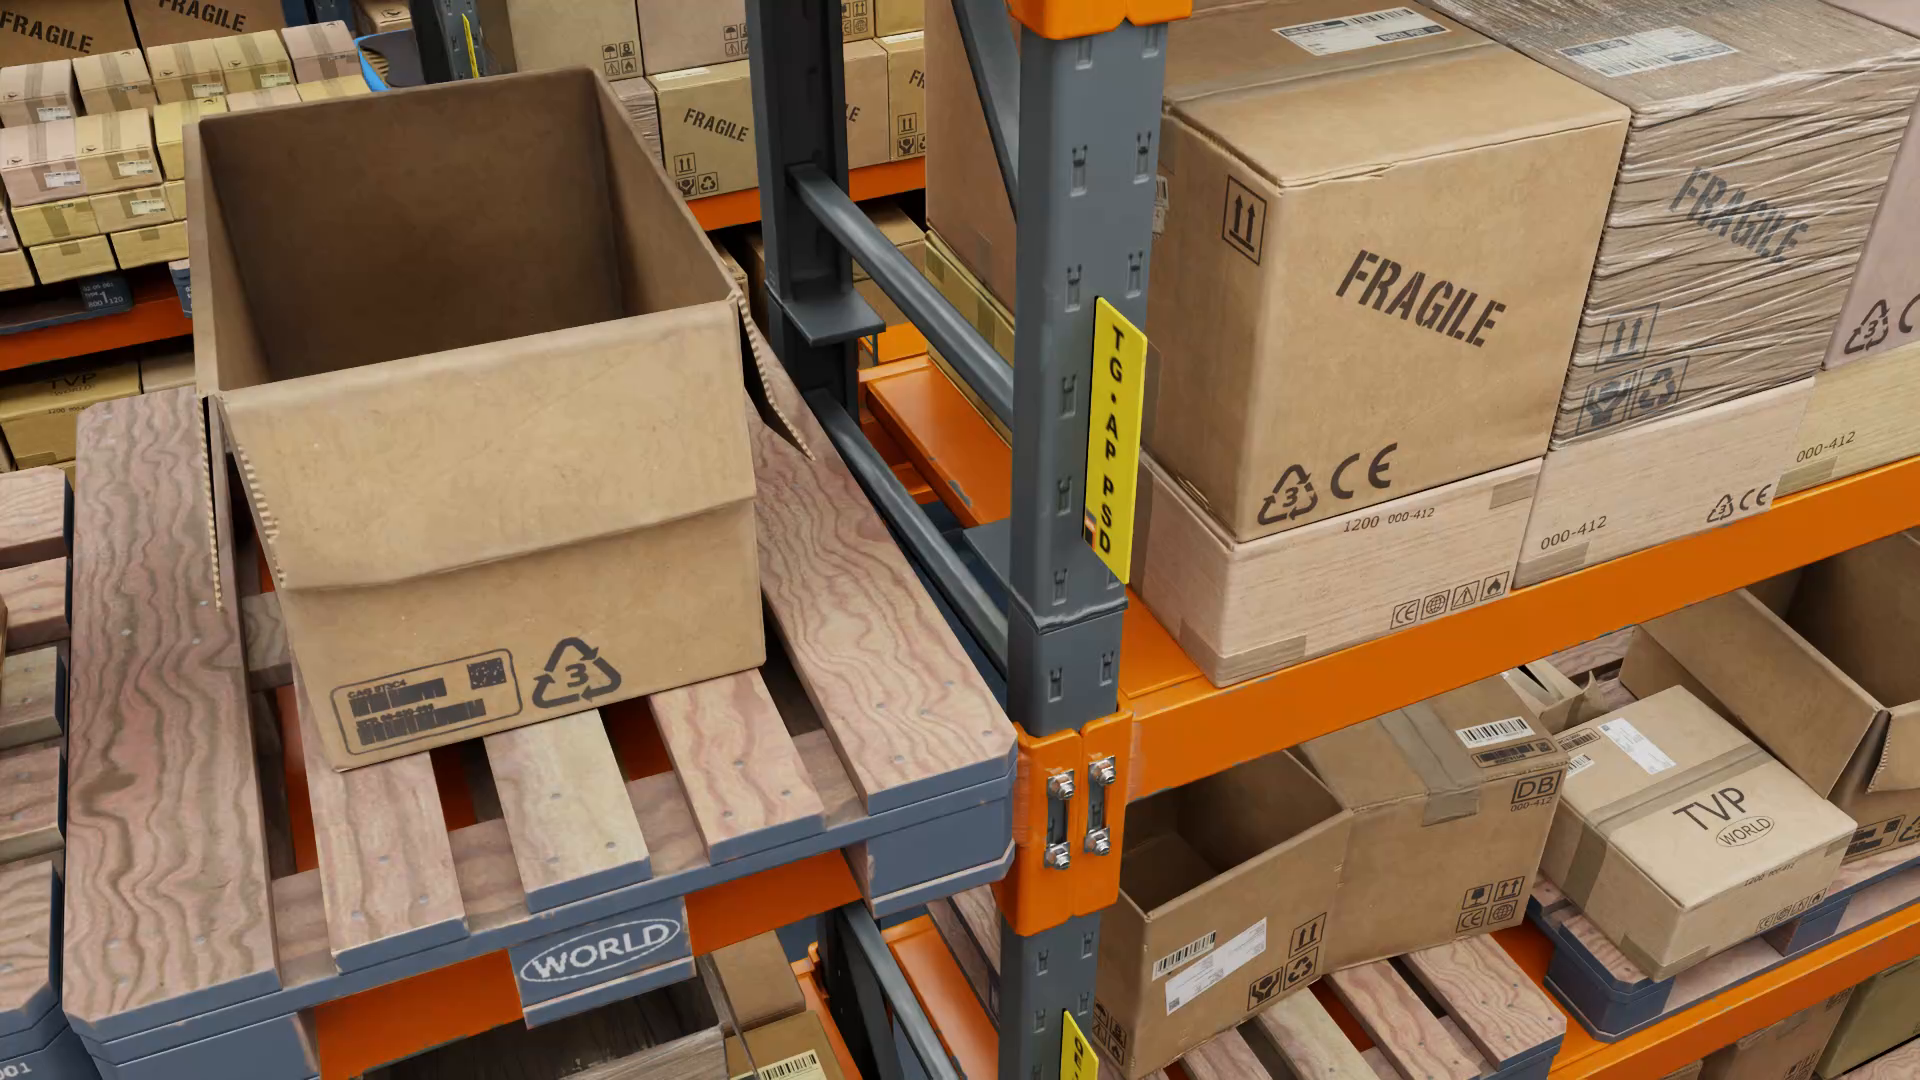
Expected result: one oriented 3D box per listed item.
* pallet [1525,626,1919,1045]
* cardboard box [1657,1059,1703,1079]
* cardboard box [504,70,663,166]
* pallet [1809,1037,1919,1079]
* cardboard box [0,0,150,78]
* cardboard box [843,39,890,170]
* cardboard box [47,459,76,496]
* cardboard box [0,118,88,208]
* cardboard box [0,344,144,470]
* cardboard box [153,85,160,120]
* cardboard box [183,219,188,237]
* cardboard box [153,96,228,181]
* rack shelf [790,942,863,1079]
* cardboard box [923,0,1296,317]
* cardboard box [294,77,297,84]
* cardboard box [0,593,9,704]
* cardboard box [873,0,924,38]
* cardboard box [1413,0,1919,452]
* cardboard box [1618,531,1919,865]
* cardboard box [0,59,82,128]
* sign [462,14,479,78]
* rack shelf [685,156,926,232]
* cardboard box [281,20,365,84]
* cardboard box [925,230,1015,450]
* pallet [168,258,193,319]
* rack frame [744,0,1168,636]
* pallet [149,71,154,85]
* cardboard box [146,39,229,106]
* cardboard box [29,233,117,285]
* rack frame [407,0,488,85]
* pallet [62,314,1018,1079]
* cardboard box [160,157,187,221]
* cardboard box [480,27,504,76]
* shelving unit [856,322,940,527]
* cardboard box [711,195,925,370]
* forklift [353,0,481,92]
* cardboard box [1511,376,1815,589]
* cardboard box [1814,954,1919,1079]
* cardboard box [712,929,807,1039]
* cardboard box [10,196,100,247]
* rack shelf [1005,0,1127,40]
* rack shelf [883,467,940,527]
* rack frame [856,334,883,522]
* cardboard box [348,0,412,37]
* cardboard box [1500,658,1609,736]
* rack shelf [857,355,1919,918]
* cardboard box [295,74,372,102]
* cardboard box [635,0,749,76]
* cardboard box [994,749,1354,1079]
[{"bbox_3d":[1.717,0.592,4.096,1.213,0.211,1.003,-16,39,-20],"label":"pallet"},{"bbox_3d":[1.548,1.390,4.587,0.500,0.500,0.700,-12,38,-16],"label":"cardboard box"},{"bbox_3d":[-1.552,-1.671,6.901,0.500,0.500,0.500,-15,39,-19],"label":"cardboard box"},{"bbox_3d":[2.859,1.343,5.262,1.213,0.211,1.003,-16,39,-20],"label":"pallet"},{"bbox_3d":[-5.738,-3.268,10.570,0.875,0.875,0.875,-15,39,-19],"label":"cardboard box"},{"bbox_3d":[-0.636,-1.929,7.248,0.500,0.500,0.500,-16,39,-20],"label":"cardboard box"},{"bbox_3d":[-3.501,-0.248,6.812,0.500,0.500,0.500,-17,40,-22],"label":"cardboard box"},{"bbox_3d":[-3.249,-1.342,5.900,0.250,0.149,0.380,-16,39,-20],"label":"cardboard box"},{"bbox_3d":[-3.500,-0.560,6.604,0.500,0.250,0.500,-15,39,-19],"label":"cardboard box"},{"bbox_3d":[-3.081,-1.697,6.628,0.250,0.149,0.380,-17,40,-21],"label":"cardboard box"},{"bbox_3d":[-2.783,-1.230,6.249,0.250,0.149,0.380,-15,39,-19],"label":"cardboard box"},{"bbox_3d":[-2.788,-1.469,6.072,0.250,0.149,0.380,-14,39,-19],"label":"cardboard box"},{"bbox_3d":[-1.868,1.833,2.865,4.000,0.370,1.077,-16,39,-20],"label":"rack shelf"},{"bbox_3d":[0.268,-0.664,2.605,0.500,0.500,0.500,-15,39,-19],"label":"cardboard box"},{"bbox_3d":[-2.596,-1.836,6.816,0.250,0.149,0.380,-14,39,-18],"label":"cardboard box"},{"bbox_3d":[-1.323,0.083,1.665,0.500,0.500,0.500,-14,39,-18],"label":"cardboard box"},{"bbox_3d":[-0.279,-2.602,7.317,0.500,0.500,0.700,-16,39,-20],"label":"cardboard box"},{"bbox_3d":[0.938,-0.515,2.405,0.500,0.500,0.500,-15,39,-20],"label":"cardboard box"},{"bbox_3d":[2.034,0.304,3.883,0.637,0.503,0.797,-12,38,-15],"label":"cardboard box"},{"bbox_3d":[-3.524,-1.692,6.372,0.250,0.149,0.380,-14,39,-18],"label":"cardboard box"},{"bbox_3d":[-1.834,-1.806,6.261,0.005,0.325,0.100,-16,39,-20],"label":"sign"},{"bbox_3d":[-0.263,-1.880,7.871,4.000,0.370,1.077,-16,39,-20],"label":"rack shelf"},{"bbox_3d":[-2.578,-1.956,6.728,0.250,0.149,0.380,-16,39,-20],"label":"cardboard box"},{"bbox_3d":[0.269,-0.359,2.825,0.500,0.250,0.500,-16,39,-20],"label":"cardboard box"},{"bbox_3d":[-2.673,-1.348,6.710,1.003,0.211,1.213,-16,39,-20],"label":"pallet"},{"bbox_3d":[-0.057,-1.372,1.546,0.127,3.000,1.000,-16,39,-20],"label":"rack frame"},{"bbox_3d":[-5.014,-3.028,11.155,1.213,0.211,1.003,-16,39,-20],"label":"pallet"},{"bbox_3d":[-3.040,-1.828,6.555,0.250,0.149,0.380,-16,39,-20],"label":"cardboard box"},{"bbox_3d":[-3.253,-1.100,6.074,0.250,0.149,0.380,-17,40,-22],"label":"cardboard box"},{"bbox_3d":[-2.073,-1.663,6.974,0.127,3.000,1.000,-16,39,-20],"label":"rack frame"},{"bbox_3d":[-0.618,0.100,2.237,1.003,0.211,1.213,-14,39,-18],"label":"pallet"},{"bbox_3d":[-2.805,-1.343,6.151,0.250,0.149,0.380,-15,39,-19],"label":"cardboard box"},{"bbox_3d":[-1.780,-1.962,7.293,0.500,0.500,0.500,-16,39,-20],"label":"cardboard box"},{"bbox_3d":[-0.150,-0.440,6.836,0.503,1.200,0.258,-16,39,-20],"label":"shelving unit"},{"bbox_3d":[-0.694,-1.257,7.962,0.750,0.750,1.050,-15,39,-19],"label":"cardboard box"},{"bbox_3d":[-1.881,-3.260,9.184,3.031,2.935,1.130,-19,40,-23],"label":"forklift"},{"bbox_3d":[0.941,-0.218,2.634,0.500,0.250,0.500,-15,39,-19],"label":"cardboard box"},{"bbox_3d":[2.559,1.107,4.969,0.500,0.500,0.700,-16,39,-20],"label":"cardboard box"},{"bbox_3d":[-0.613,0.974,3.335,0.500,0.500,0.500,-14,39,-19],"label":"cardboard box"},{"bbox_3d":[-3.258,-1.218,5.983,0.250,0.149,0.380,-16,39,-20],"label":"cardboard box"},{"bbox_3d":[-1.868,-0.416,1.197,4.000,0.370,1.077,-16,39,-20],"label":"rack shelf"},{"bbox_3d":[-0.150,-0.226,6.994,0.480,0.148,0.258,-16,39,-20],"label":"rack shelf"},{"bbox_3d":[-0.371,-0.378,6.753,0.015,1.200,0.240,-16,39,-20],"label":"rack frame"},{"bbox_3d":[-3.752,-3.557,11.382,0.625,0.372,0.950,-18,40,-23],"label":"cardboard box"},{"bbox_3d":[1.337,0.355,4.013,0.258,0.266,0.396,-17,40,-21],"label":"cardboard box"},{"bbox_3d":[1.753,-0.384,3.336,4.000,0.370,1.077,-16,39,-20],"label":"rack shelf"},{"bbox_3d":[-2.322,-1.598,6.246,0.250,0.149,0.380,-17,40,-22],"label":"cardboard box"},{"bbox_3d":[-1.205,-2.341,6.966,0.500,0.500,0.700,-16,40,-21],"label":"cardboard box"},{"bbox_3d":[0.414,0.671,3.392,0.500,0.500,0.500,-21,41,-25],"label":"cardboard box"}]
